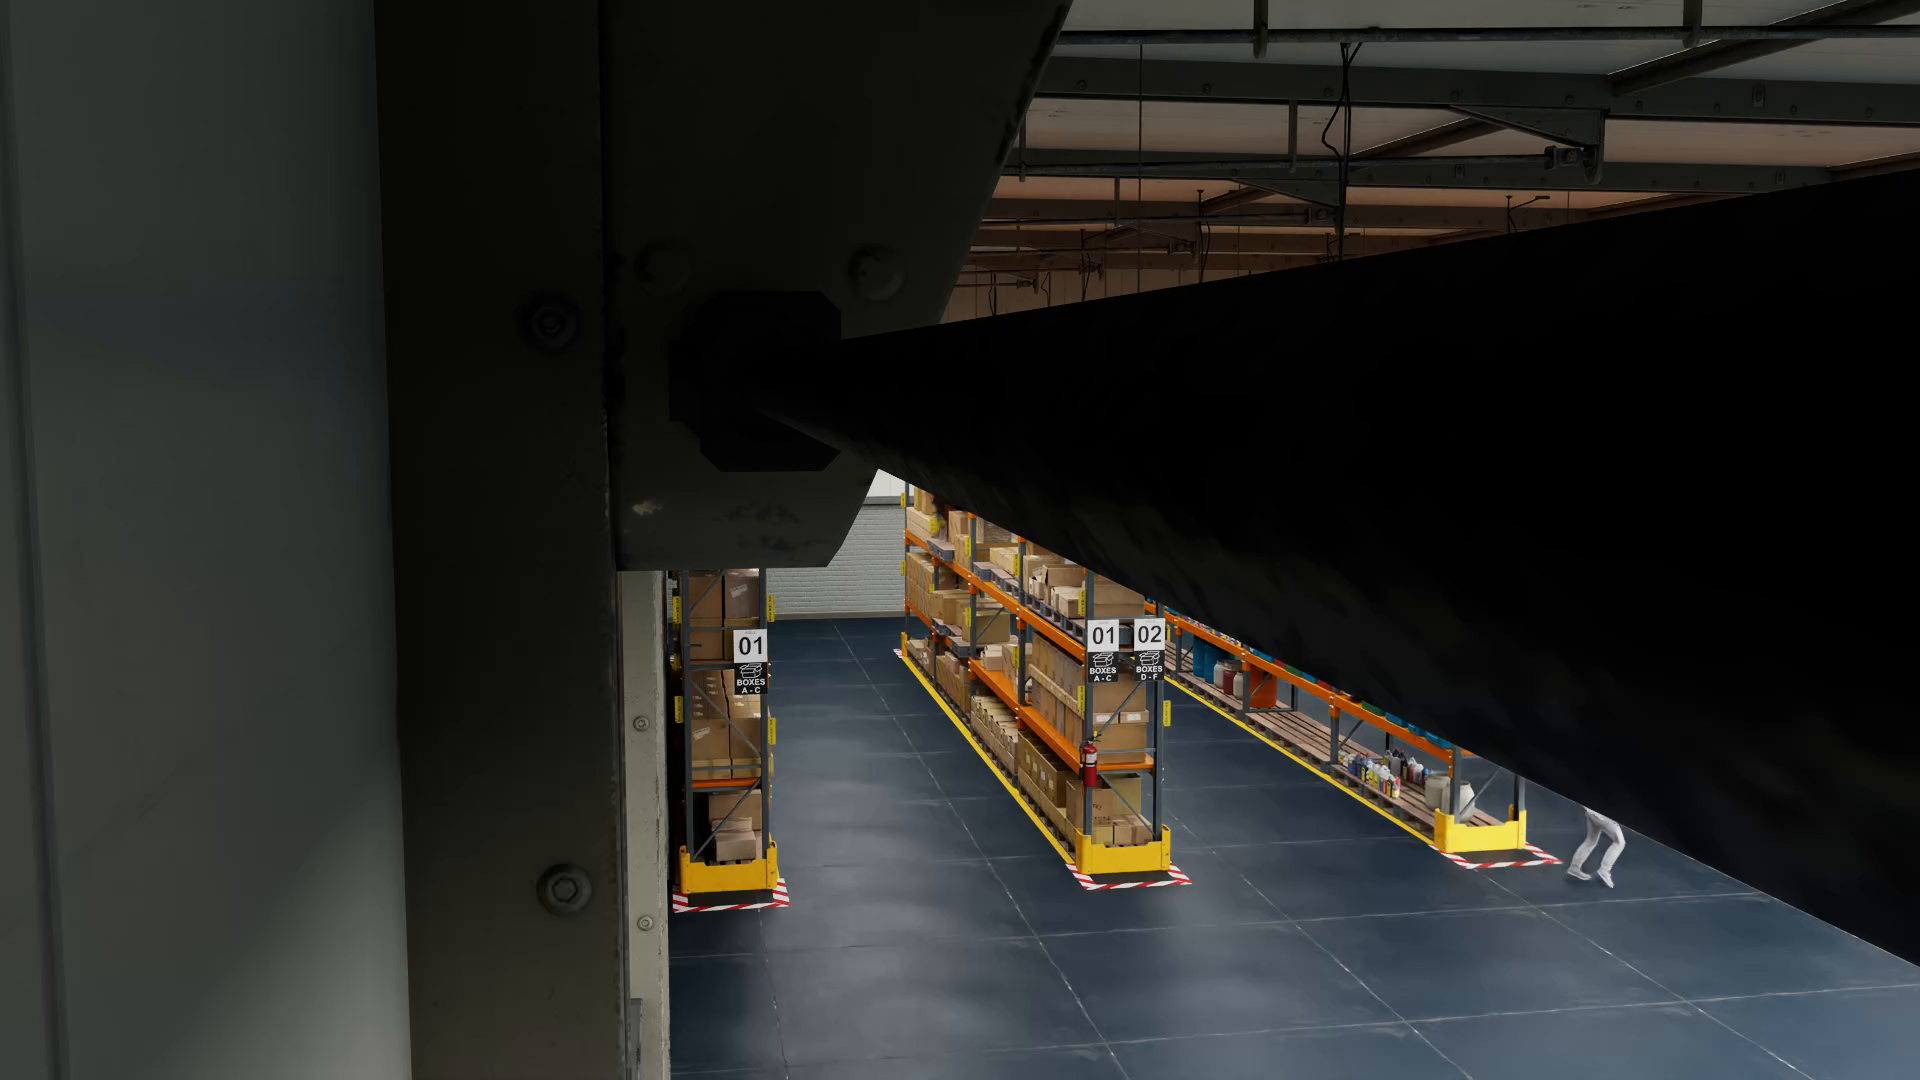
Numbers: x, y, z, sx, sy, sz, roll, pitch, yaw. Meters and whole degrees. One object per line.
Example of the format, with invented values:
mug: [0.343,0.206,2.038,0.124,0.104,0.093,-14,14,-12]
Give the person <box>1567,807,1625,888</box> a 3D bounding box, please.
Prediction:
person: [7.842,3.387,20.343,0.690,1.733,0.581,1,6,9]
